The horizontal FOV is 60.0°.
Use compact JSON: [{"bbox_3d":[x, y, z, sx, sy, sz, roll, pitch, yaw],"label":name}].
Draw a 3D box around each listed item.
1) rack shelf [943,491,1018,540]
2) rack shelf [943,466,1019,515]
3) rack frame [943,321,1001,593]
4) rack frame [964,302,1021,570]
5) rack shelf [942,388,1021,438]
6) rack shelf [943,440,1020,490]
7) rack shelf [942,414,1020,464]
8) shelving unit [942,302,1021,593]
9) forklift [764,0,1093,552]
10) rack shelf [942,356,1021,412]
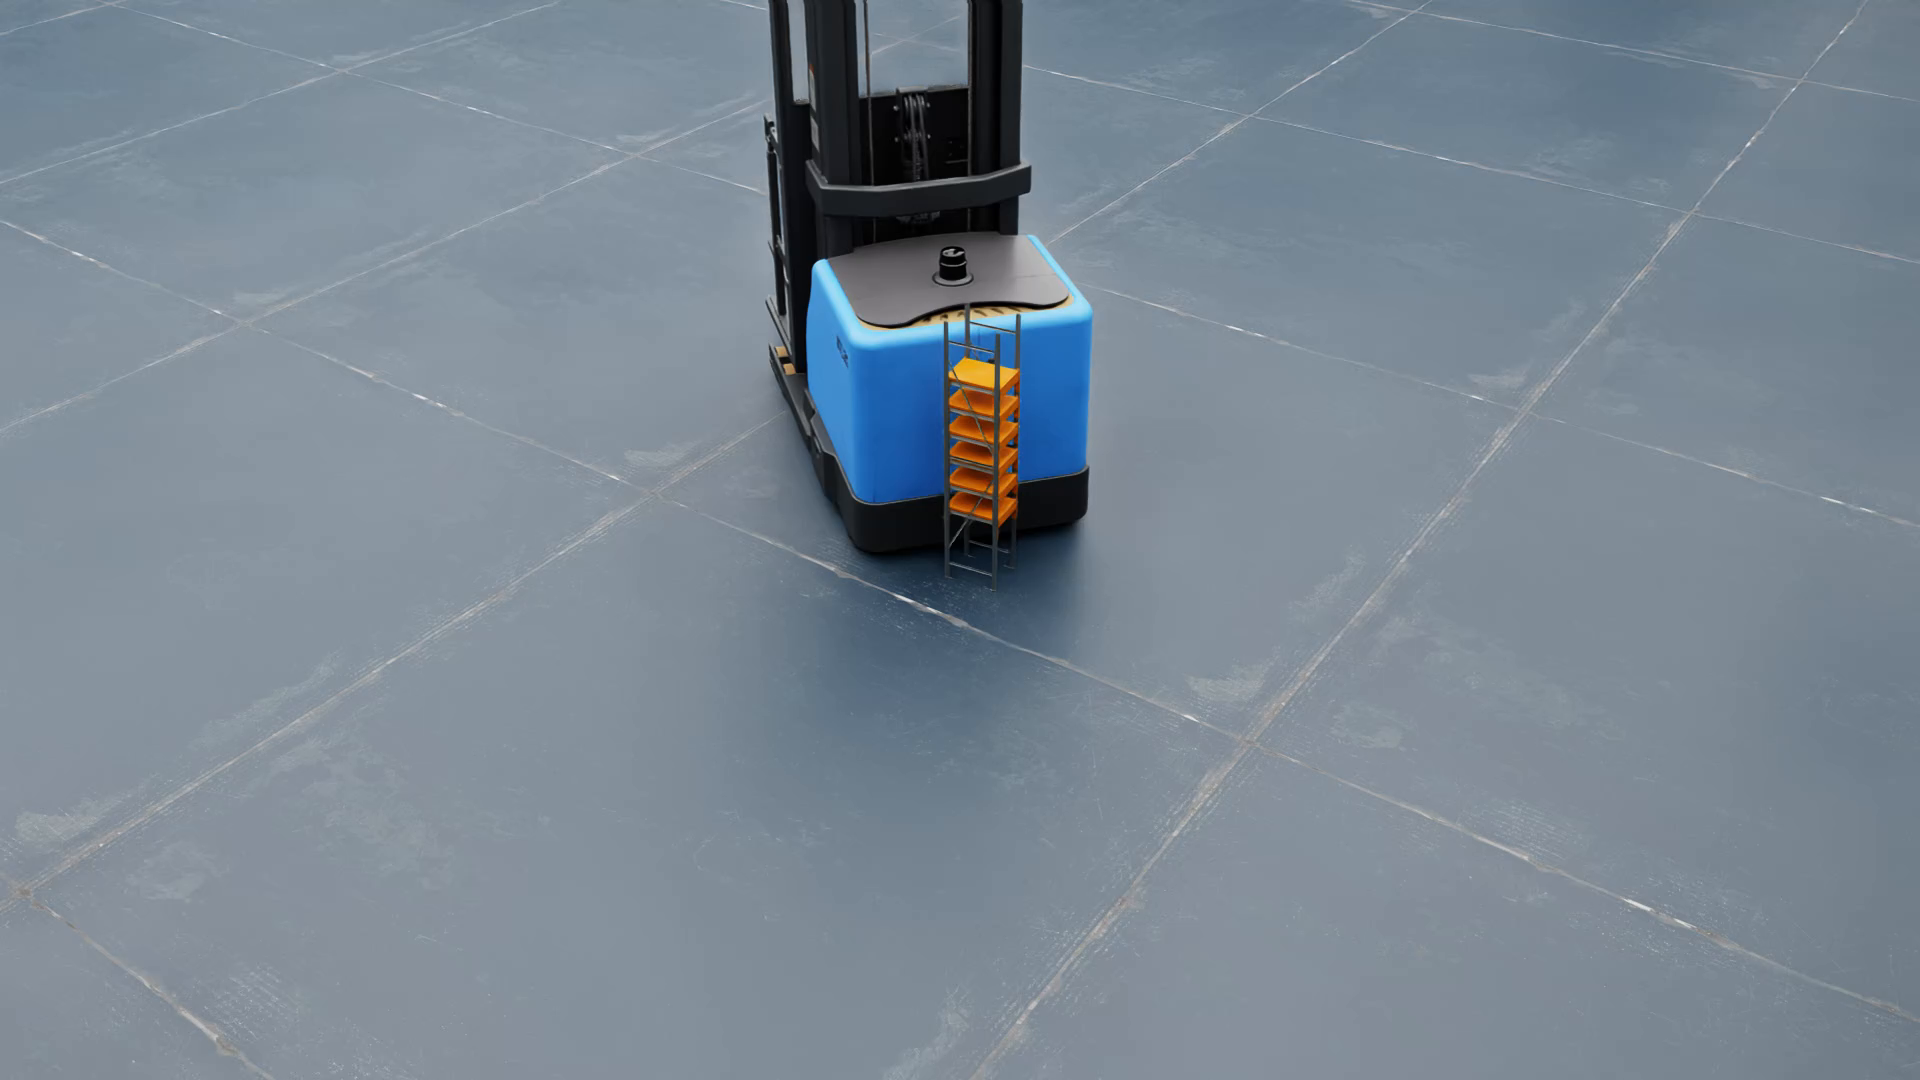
[{"bbox_3d":[0.086,-0.118,6.861,0.258,0.103,0.180,16,37,22],"label":"rack shelf"},{"bbox_3d":[0.086,-0.218,6.794,0.258,0.103,0.180,16,37,22],"label":"rack shelf"},{"bbox_3d":[0.045,-0.308,6.634,0.240,1.200,0.006,16,37,22],"label":"rack frame"},{"bbox_3d":[0.127,-0.400,6.770,0.240,1.200,0.006,16,37,22],"label":"rack frame"},{"bbox_3d":[0.086,-0.516,6.592,0.258,0.103,0.180,16,37,22],"label":"rack shelf"},{"bbox_3d":[0.086,-0.317,6.727,0.258,0.103,0.180,16,37,22],"label":"rack shelf"},{"bbox_3d":[0.086,-0.416,6.660,0.258,0.103,0.180,16,37,22],"label":"rack shelf"},{"bbox_3d":[0.086,-0.354,6.702,0.258,1.200,0.189,16,37,22],"label":"shelving unit"},{"bbox_3d":[-0.338,-1.984,7.567,1.130,2.935,3.031,-9,35,-13],"label":"forklift"},{"bbox_3d":[0.086,-0.615,6.525,0.258,0.103,0.180,16,37,22],"label":"rack shelf"}]
